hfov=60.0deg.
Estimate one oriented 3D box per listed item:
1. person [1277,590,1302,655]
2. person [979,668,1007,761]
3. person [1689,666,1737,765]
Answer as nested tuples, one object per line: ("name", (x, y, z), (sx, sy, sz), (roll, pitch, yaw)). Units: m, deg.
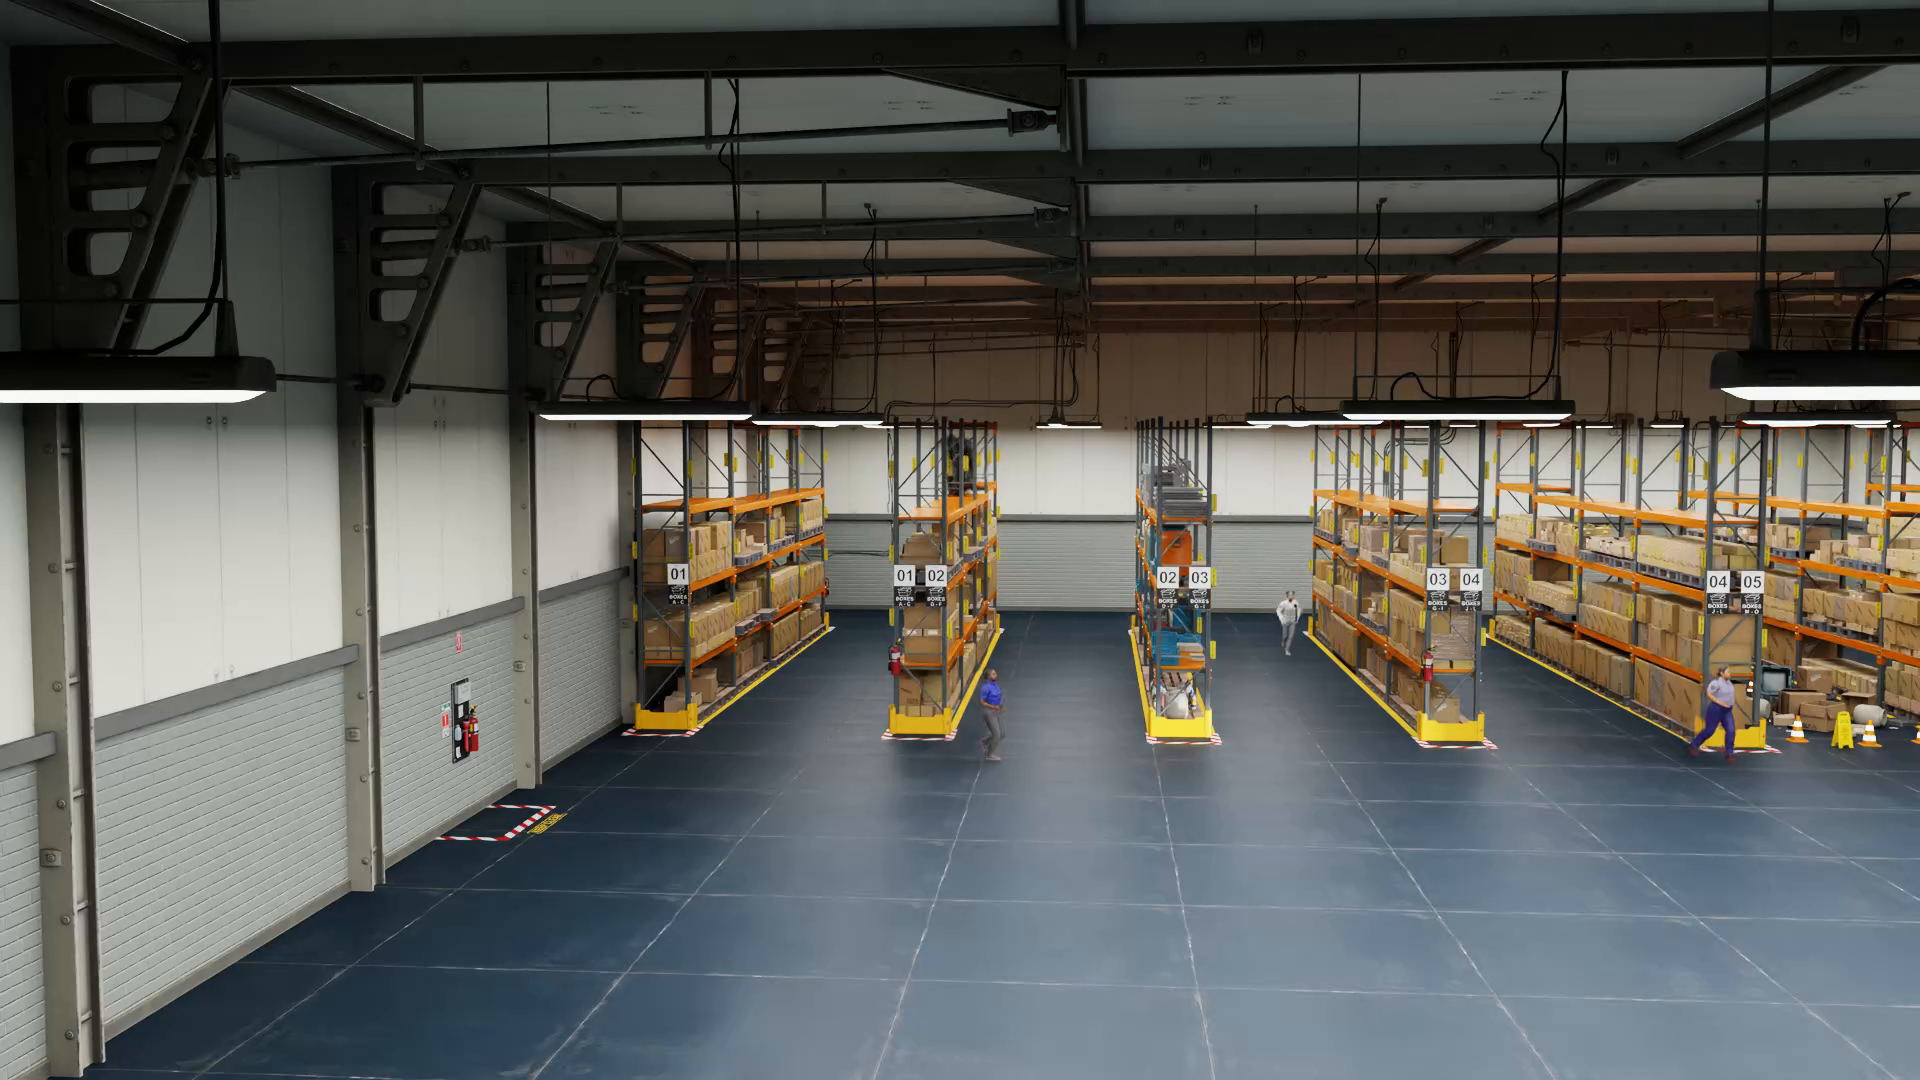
("person", (8.483, 2.110, 42.851), (0.641, 1.666, 0.632), (0, 4, -1))
("person", (0.569, 3.029, 28.929), (0.559, 1.605, 0.572), (2, 4, 30))
("person", (13.246, 3.019, 28.944), (0.700, 1.654, 0.883), (-2, 4, -24))
